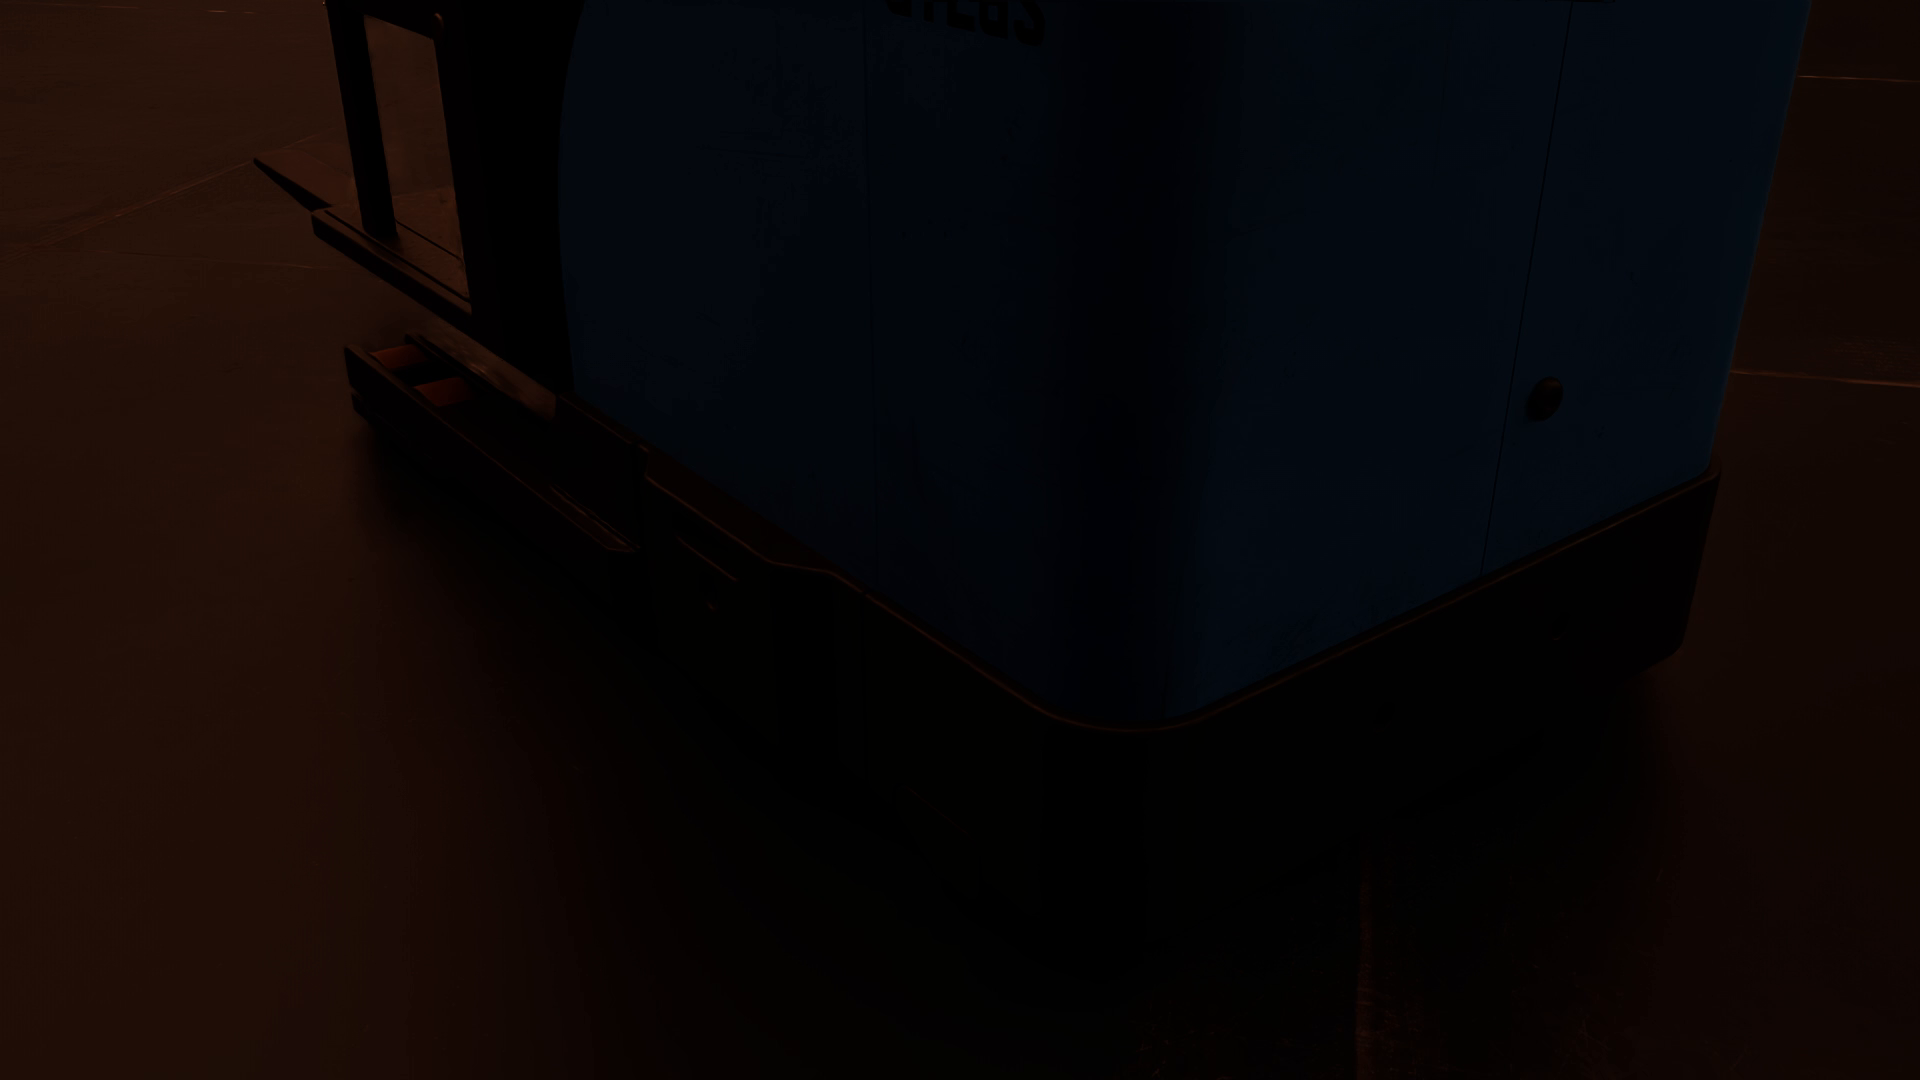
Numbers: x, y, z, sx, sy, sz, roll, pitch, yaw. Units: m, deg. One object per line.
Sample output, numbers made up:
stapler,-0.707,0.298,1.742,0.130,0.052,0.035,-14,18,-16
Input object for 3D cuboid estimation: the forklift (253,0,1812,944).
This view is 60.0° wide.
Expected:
forklift,-0.381,-1.524,2.267,1.130,2.935,3.031,-19,33,-33
